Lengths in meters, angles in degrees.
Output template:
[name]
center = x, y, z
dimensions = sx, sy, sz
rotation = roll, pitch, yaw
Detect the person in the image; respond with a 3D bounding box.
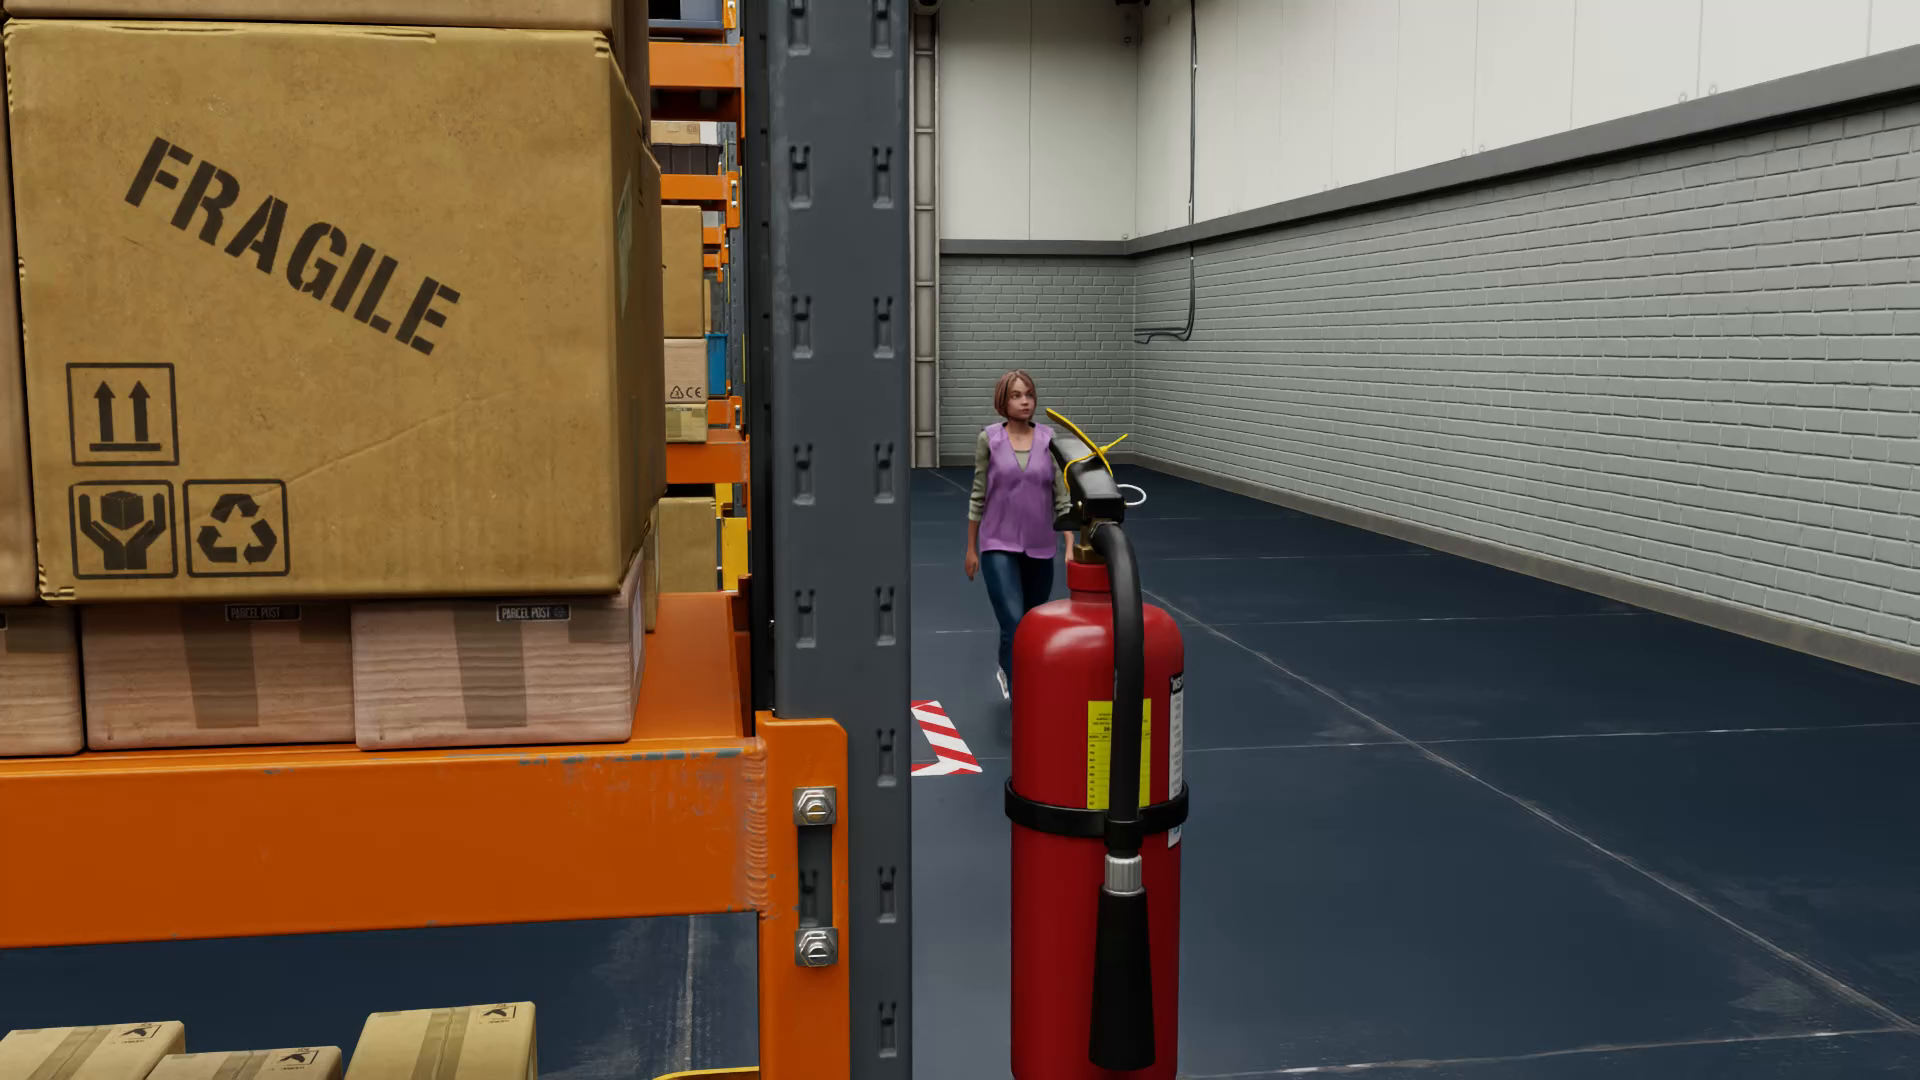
[person]
center = 0.261, 0.038, 7.200
dimensions = 0.442, 1.547, 0.955
rotation = -1, 7, -12
